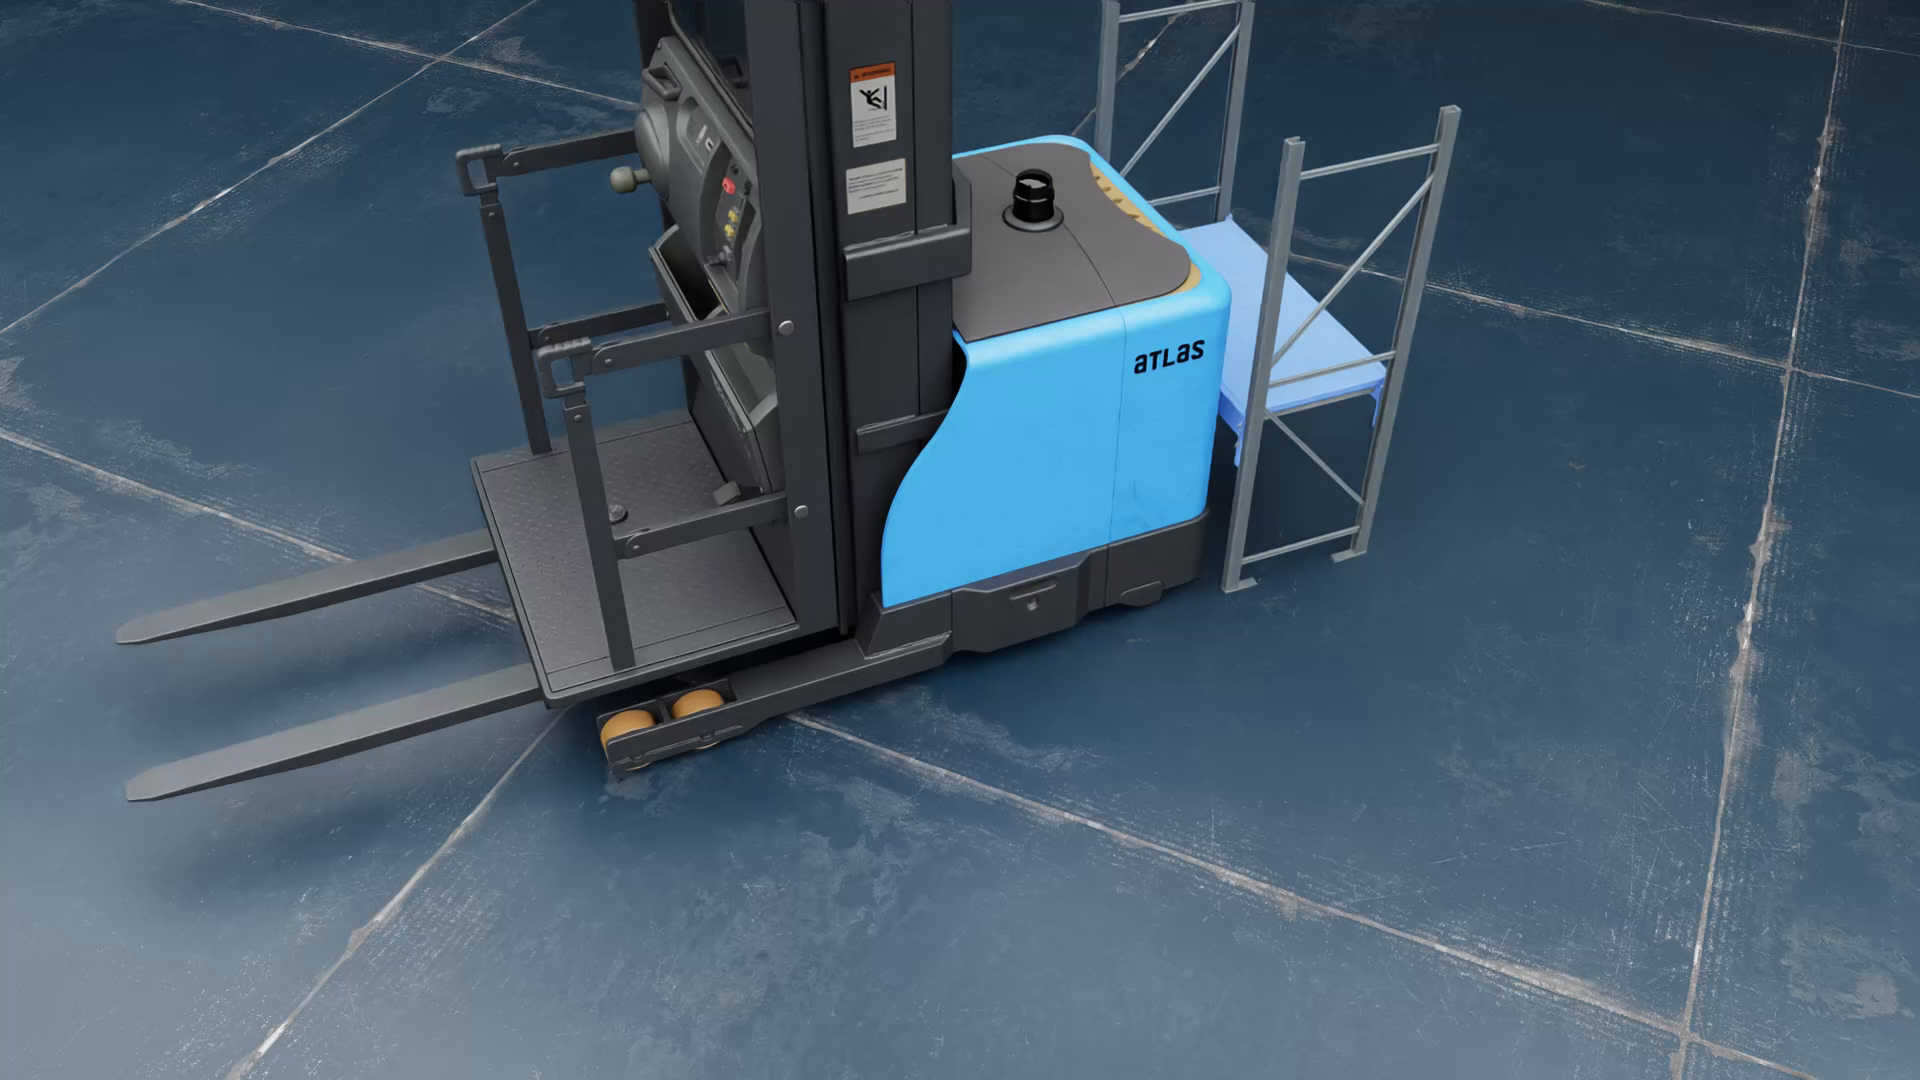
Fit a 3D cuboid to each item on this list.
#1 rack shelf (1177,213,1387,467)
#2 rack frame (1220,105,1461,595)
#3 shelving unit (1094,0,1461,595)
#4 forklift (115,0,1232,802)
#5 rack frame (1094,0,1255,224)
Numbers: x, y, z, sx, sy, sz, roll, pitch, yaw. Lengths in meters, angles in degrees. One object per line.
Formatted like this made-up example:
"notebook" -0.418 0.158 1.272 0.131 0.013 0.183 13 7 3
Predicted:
"rack shelf" 0.842 -0.644 5.122 0.538 0.185 1.000 -15 43 -17
"rack frame" 1.034 -0.472 4.648 0.500 1.500 0.032 -15 43 -17
"shelving unit" 0.843 -0.780 5.004 0.538 1.500 1.048 -15 43 -17
"forklift" -0.825 -0.877 4.024 3.031 2.935 1.130 -16 43 -17
"rack frame" 0.651 -1.088 5.360 0.500 1.500 0.032 -15 43 -17
